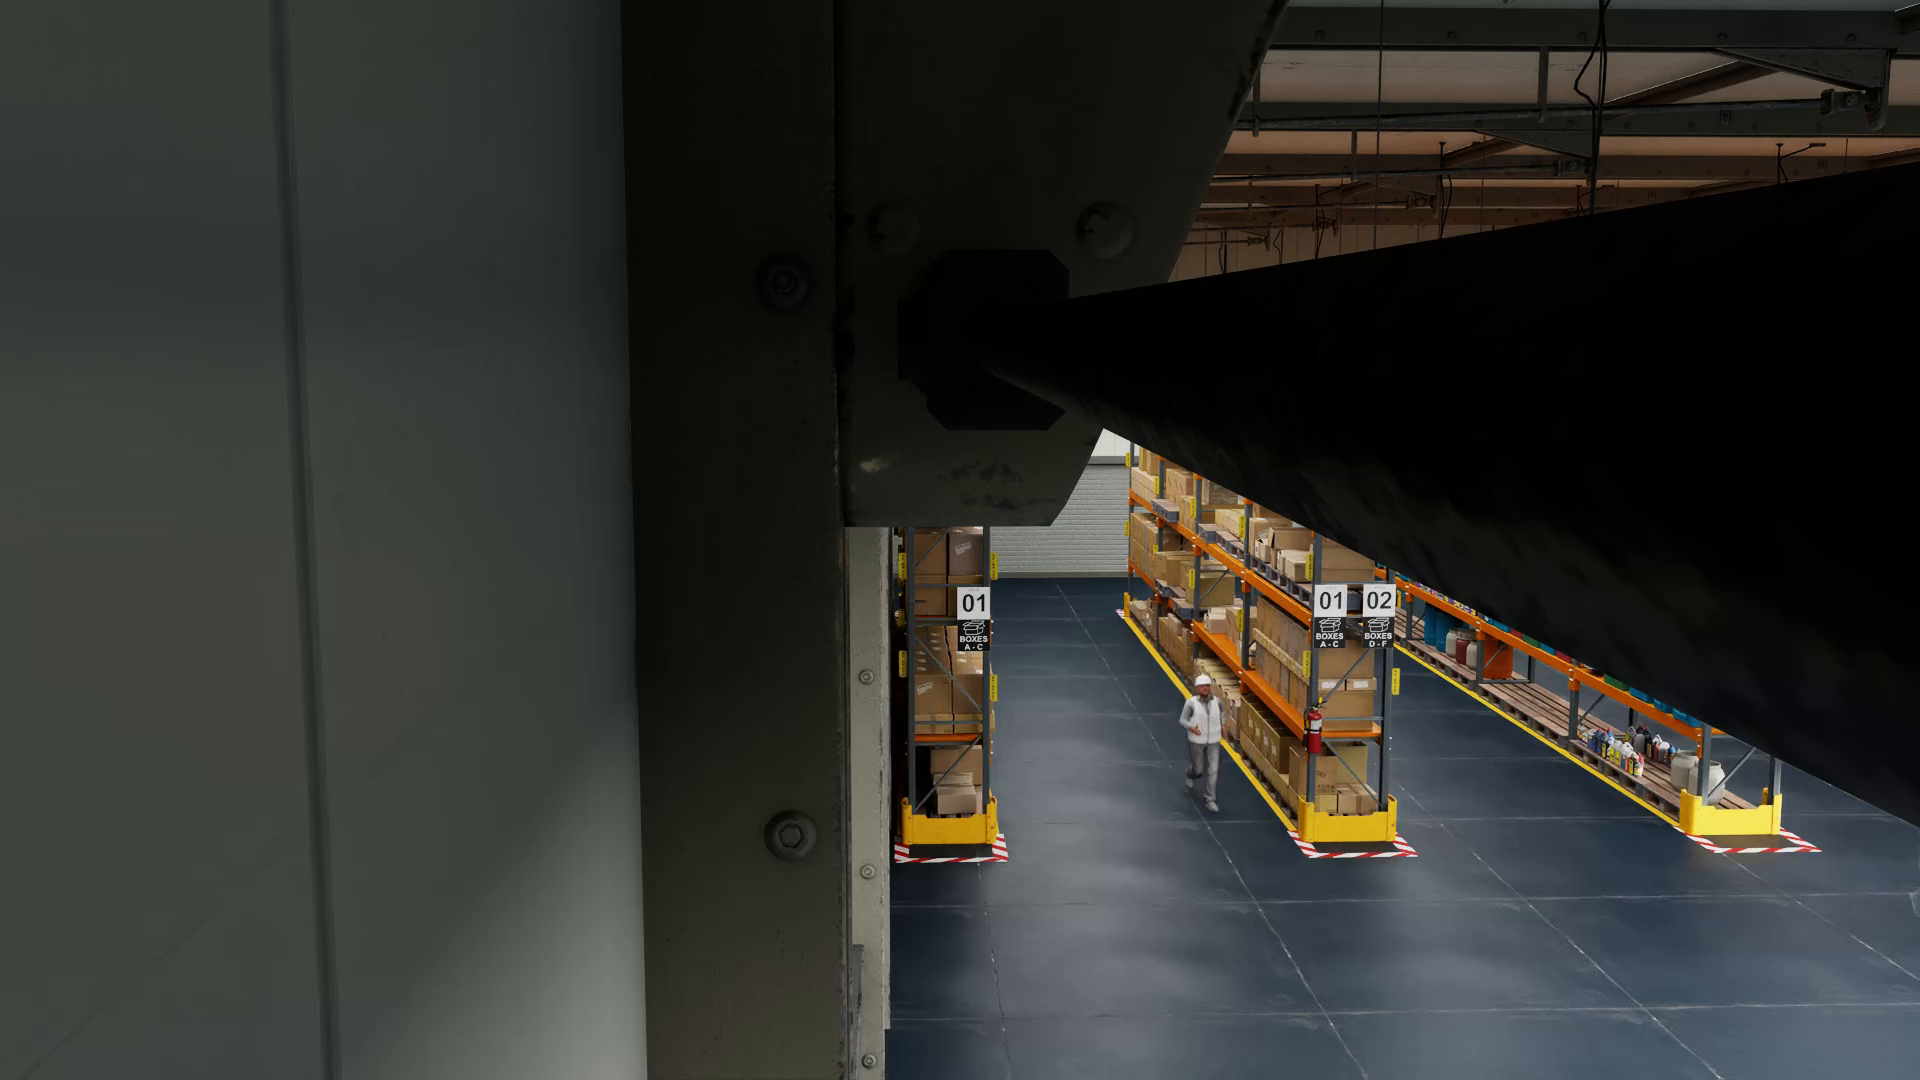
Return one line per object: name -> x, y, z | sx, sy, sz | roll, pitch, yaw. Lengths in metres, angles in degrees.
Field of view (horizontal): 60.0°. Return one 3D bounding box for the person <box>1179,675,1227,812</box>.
person -> 3.246, 2.649, 22.024 | 0.676, 1.741, 0.971 | -1, 7, -8
